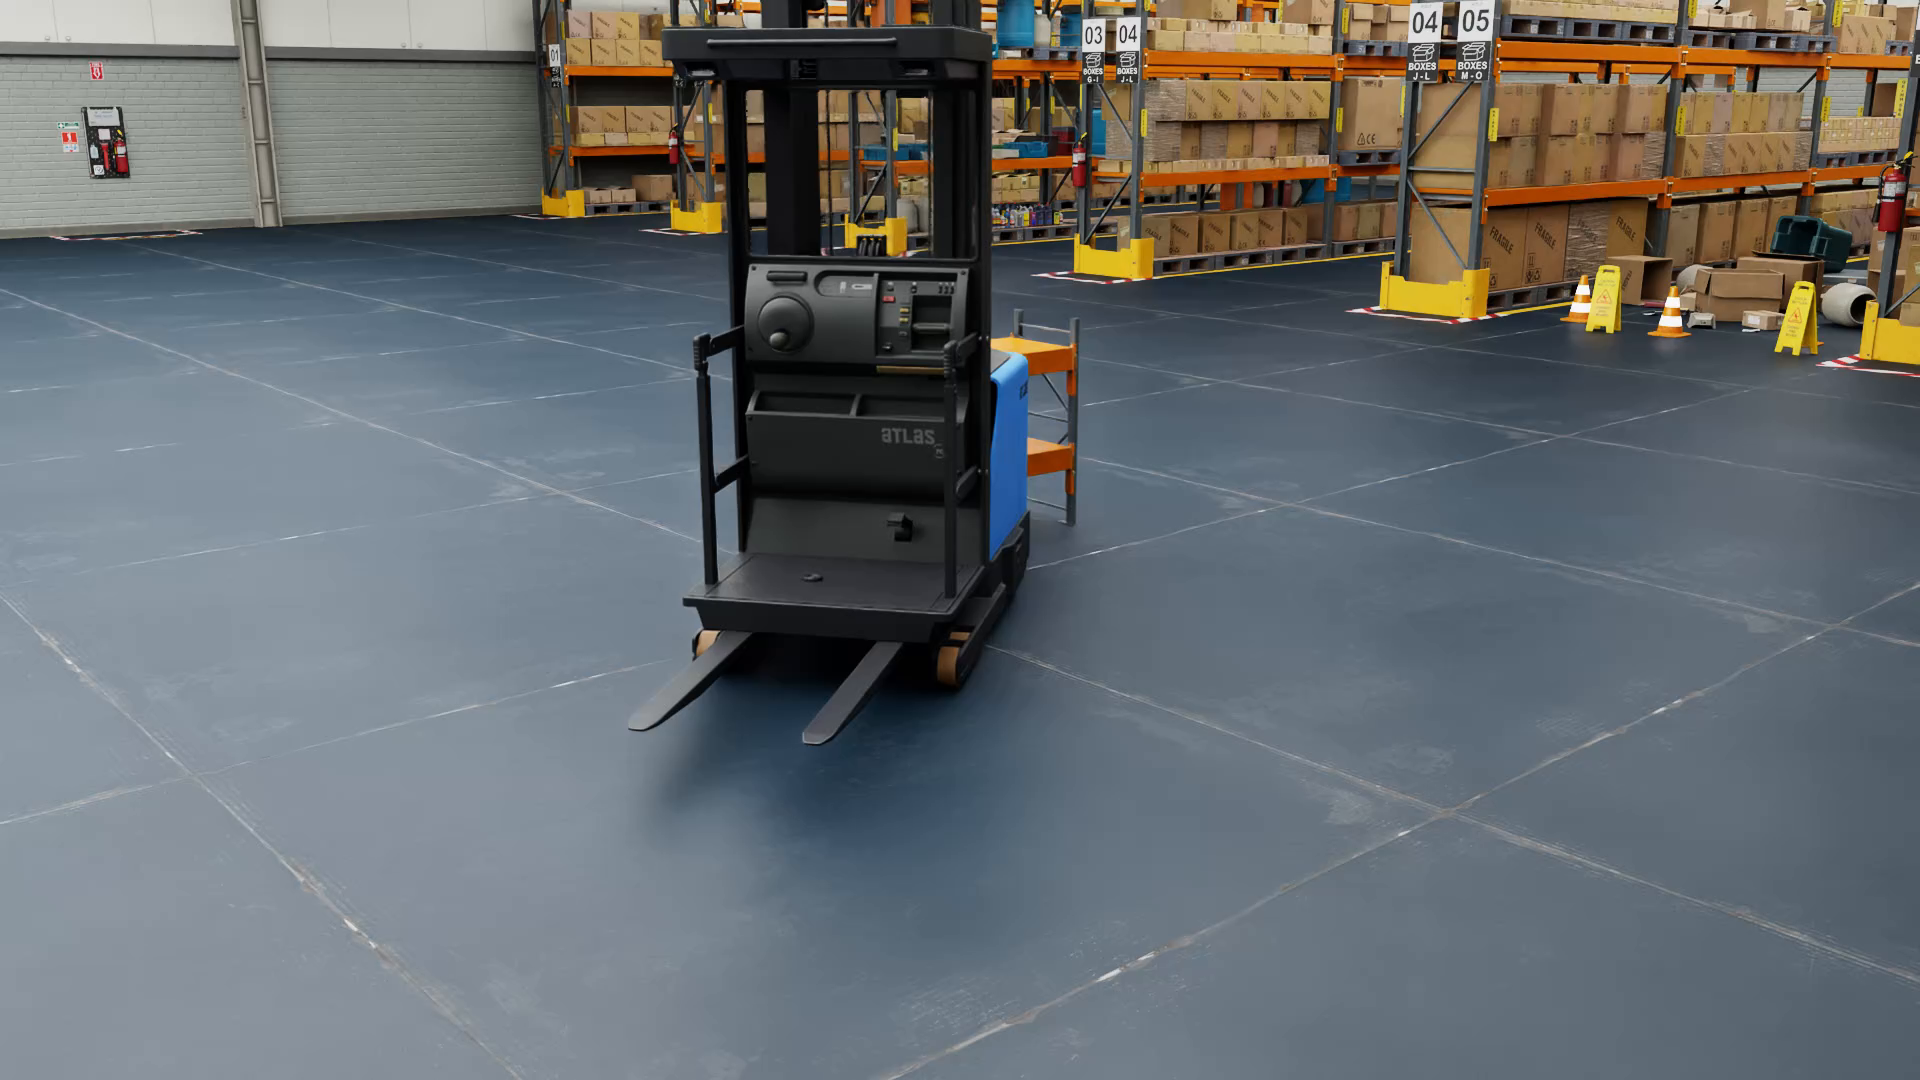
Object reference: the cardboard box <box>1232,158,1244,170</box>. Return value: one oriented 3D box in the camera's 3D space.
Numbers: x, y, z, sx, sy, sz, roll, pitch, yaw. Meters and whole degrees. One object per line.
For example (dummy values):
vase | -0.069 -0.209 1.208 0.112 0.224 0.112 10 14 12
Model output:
cardboard box | 3.609 -5.086 22.466 0.250 0.149 0.380 -13 19 -39

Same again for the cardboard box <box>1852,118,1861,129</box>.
cardboard box | 12.423 -5.862 23.404 0.250 0.149 0.380 -12 19 -37

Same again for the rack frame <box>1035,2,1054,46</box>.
rack frame | 1.475 -11.085 32.813 0.127 3.000 1.000 -13 19 -39

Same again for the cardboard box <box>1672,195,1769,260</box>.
cardboard box | 9.979 -4.157 22.044 0.750 0.750 1.050 -12 19 -39

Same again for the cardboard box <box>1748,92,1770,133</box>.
cardboard box | 10.044 -5.559 21.617 0.500 0.500 0.700 -13 20 -40

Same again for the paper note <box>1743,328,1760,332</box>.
paper note | 7.852 -2.086 16.502 0.148 0.019 0.142 8 17 28

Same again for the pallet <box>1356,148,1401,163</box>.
pallet | 6.509 -5.822 25.104 1.213 0.211 1.003 -13 19 -39

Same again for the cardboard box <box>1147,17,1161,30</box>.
cardboard box | 2.300 -6.473 20.878 0.250 0.149 0.380 -13 20 -40

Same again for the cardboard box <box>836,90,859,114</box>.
cardboard box | -2.253 -8.022 30.262 0.500 0.500 0.700 -13 20 -39

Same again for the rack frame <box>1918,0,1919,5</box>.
rack frame | 8.446 -5.872 13.294 0.127 3.000 1.000 -13 19 -39

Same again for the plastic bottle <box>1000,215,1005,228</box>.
plastic bottle | 0.670 -5.066 26.472 0.097 0.201 0.097 0 15 0

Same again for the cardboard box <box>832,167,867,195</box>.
cardboard box | -2.098 -6.728 31.188 0.500 0.500 0.500 -13 19 -39

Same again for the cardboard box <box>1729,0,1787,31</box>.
cardboard box | 10.027 -6.675 20.912 0.500 0.500 0.500 -13 19 -39

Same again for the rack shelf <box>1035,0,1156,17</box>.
rack shelf | 2.984 -10.883 34.226 4.000 0.370 1.077 -13 19 -39

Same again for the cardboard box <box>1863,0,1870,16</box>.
cardboard box | 12.197 -7.295 22.760 0.258 0.266 0.396 -13 19 -39

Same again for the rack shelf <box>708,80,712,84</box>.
rack shelf | -3.051 -8.272 29.487 4.000 0.370 1.077 -13 19 -39

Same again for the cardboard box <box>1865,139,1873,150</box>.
cardboard box | 12.821 -5.662 23.807 0.250 0.149 0.380 -13 20 -41

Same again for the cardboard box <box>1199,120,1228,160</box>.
cardboard box | 3.077 -5.367 22.259 0.500 0.500 0.875 -13 19 -39

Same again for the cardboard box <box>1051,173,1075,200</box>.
cardboard box | 2.006 -7.213 33.933 0.500 0.500 0.500 -12 19 -37

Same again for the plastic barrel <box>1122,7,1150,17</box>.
plastic barrel | 2.934 -8.586 28.296 0.708 0.901 0.600 -13 19 -39

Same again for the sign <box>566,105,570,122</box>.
sign | -7.458 -8.108 31.614 0.005 0.325 0.100 -13 19 -39

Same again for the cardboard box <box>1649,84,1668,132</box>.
cardboard box | 7.837 -5.136 19.781 0.550 0.550 0.875 -13 19 -39

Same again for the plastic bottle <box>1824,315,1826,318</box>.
plastic bottle | 9.258 -2.378 17.533 0.283 0.061 0.133 -9 17 -30

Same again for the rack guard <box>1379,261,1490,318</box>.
rack guard | 5.102 -2.708 17.919 0.348 0.500 1.175 -13 19 -39

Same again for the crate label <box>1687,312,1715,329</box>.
crate label | 7.490 -2.218 16.788 0.250 0.136 0.298 5 16 18

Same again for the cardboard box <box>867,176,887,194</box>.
cardboard box | -1.425 -6.779 31.744 0.500 0.311 0.500 -13 19 -39

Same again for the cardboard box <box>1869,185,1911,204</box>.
cardboard box | 13.777 -5.135 24.737 0.500 0.250 0.500 -13 20 -41

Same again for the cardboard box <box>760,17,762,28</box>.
cardboard box | -3.128 -8.828 28.895 0.500 0.500 0.500 -13 19 -39

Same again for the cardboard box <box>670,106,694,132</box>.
cardboard box | -5.710 -8.463 33.421 0.500 0.500 0.500 -13 20 -41

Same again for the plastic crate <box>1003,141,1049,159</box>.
plastic crate | 1.050 -6.232 26.557 0.616 0.251 0.499 -13 19 -39

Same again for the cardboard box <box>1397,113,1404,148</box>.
cardboard box | 6.205 -6.144 24.927 0.637 0.503 0.797 -10 18 -34

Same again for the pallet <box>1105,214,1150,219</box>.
pallet | 3.194 -5.545 29.102 1.213 0.211 1.003 -13 19 -39

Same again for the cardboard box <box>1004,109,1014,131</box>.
cardboard box | 1.055 -9.903 39.201 0.500 0.500 0.500 -13 20 -40

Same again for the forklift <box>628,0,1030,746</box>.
forklift | -0.466 -0.937 6.578 1.130 2.935 3.031 3 15 12

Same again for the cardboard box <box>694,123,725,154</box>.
cardboard box | -4.199 -6.957 28.787 0.500 0.500 0.700 -13 19 -39

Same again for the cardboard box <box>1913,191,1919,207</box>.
cardboard box | 8.706 -3.021 14.735 0.250 0.149 0.380 -13 20 -40

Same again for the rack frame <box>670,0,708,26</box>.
rack frame | -4.560 -9.730 27.739 0.127 3.000 1.000 -13 19 -39

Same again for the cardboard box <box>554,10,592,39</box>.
cardboard box | -7.364 -9.804 31.657 0.500 0.500 0.500 14 21 43

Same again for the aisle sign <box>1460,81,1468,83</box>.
aisle sign | 10.618 -9.903 34.975 0.004 0.787 0.394 -13 19 -39

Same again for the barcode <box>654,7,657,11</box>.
barcode | -6.128 -10.688 33.458 0.075 0.075 0.001 -13 19 -39

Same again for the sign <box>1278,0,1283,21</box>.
sign | 4.591 -7.577 23.725 0.005 0.325 0.100 -13 19 -39

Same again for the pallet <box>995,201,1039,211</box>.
pallet | 0.829 -6.708 33.453 1.213 0.211 1.003 -13 19 -39

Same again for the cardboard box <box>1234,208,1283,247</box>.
cardboard box | 4.203 -4.417 23.503 0.500 0.500 0.500 -6 16 -22

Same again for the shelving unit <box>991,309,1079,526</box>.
shelving unit | 0.066 -0.591 8.785 1.048 1.125 0.538 -12 19 -37

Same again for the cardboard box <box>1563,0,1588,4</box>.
cardboard box | 6.415 -5.895 17.901 0.500 0.250 0.500 -13 20 -40

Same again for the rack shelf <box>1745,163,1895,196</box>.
rack shelf | 12.664 -5.266 24.047 4.000 0.370 1.077 -13 19 -39

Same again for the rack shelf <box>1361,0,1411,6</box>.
rack shelf | 9.250 -10.596 33.150 4.000 0.370 1.077 -13 19 -39

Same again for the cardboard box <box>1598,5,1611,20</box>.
cardboard box | 6.922 -5.794 18.294 0.250 0.149 0.380 -13 20 -40

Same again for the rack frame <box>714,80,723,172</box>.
rack frame | -4.797 -8.473 34.658 0.127 3.000 1.000 -13 19 -39

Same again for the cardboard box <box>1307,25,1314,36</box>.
cardboard box | 4.641 -7.011 22.889 0.250 0.149 0.380 -12 19 -39

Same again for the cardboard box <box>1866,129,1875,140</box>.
cardboard box | 12.823 -5.808 23.777 0.250 0.149 0.380 -12 19 -37

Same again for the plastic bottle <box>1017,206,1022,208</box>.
plastic bottle | 0.952 -5.412 27.625 0.135 0.276 0.152 -12 19 -37

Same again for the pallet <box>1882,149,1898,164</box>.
pallet | 13.500 -5.759 24.868 1.213 0.211 1.003 -13 19 -39

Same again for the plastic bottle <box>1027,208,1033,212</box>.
plastic bottle | 1.149 -5.268 27.084 0.135 0.276 0.152 -13 19 -39
